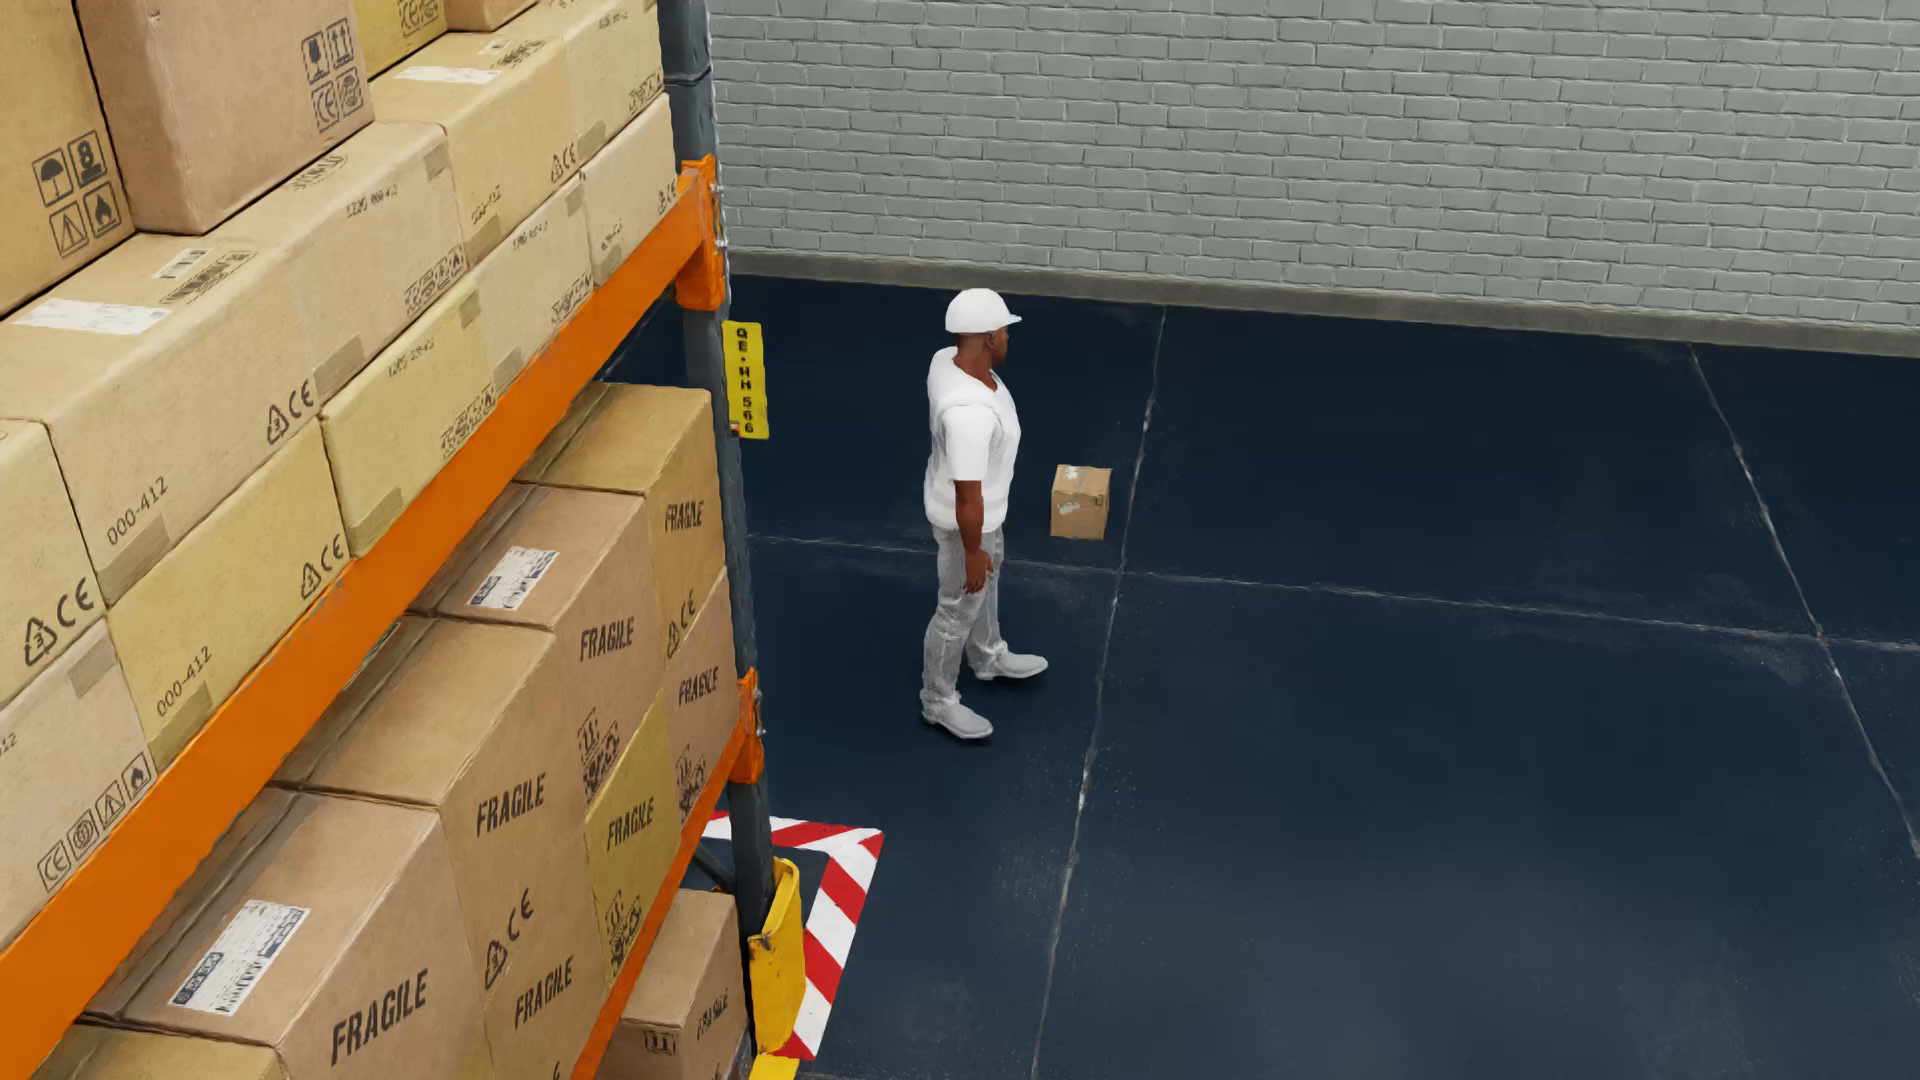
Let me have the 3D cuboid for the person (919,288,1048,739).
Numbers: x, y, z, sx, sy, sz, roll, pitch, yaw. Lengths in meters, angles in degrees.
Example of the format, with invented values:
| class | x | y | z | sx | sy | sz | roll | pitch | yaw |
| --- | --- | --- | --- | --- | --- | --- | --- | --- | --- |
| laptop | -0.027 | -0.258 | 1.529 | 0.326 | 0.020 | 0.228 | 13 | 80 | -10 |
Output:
| class | x | y | z | sx | sy | sz | roll | pitch | yaw |
| --- | --- | --- | --- | --- | --- | --- | --- | --- | --- |
| person | 0.099 | -0.118 | 6.246 | 0.530 | 1.765 | 0.647 | -1 | 32 | -2 |
